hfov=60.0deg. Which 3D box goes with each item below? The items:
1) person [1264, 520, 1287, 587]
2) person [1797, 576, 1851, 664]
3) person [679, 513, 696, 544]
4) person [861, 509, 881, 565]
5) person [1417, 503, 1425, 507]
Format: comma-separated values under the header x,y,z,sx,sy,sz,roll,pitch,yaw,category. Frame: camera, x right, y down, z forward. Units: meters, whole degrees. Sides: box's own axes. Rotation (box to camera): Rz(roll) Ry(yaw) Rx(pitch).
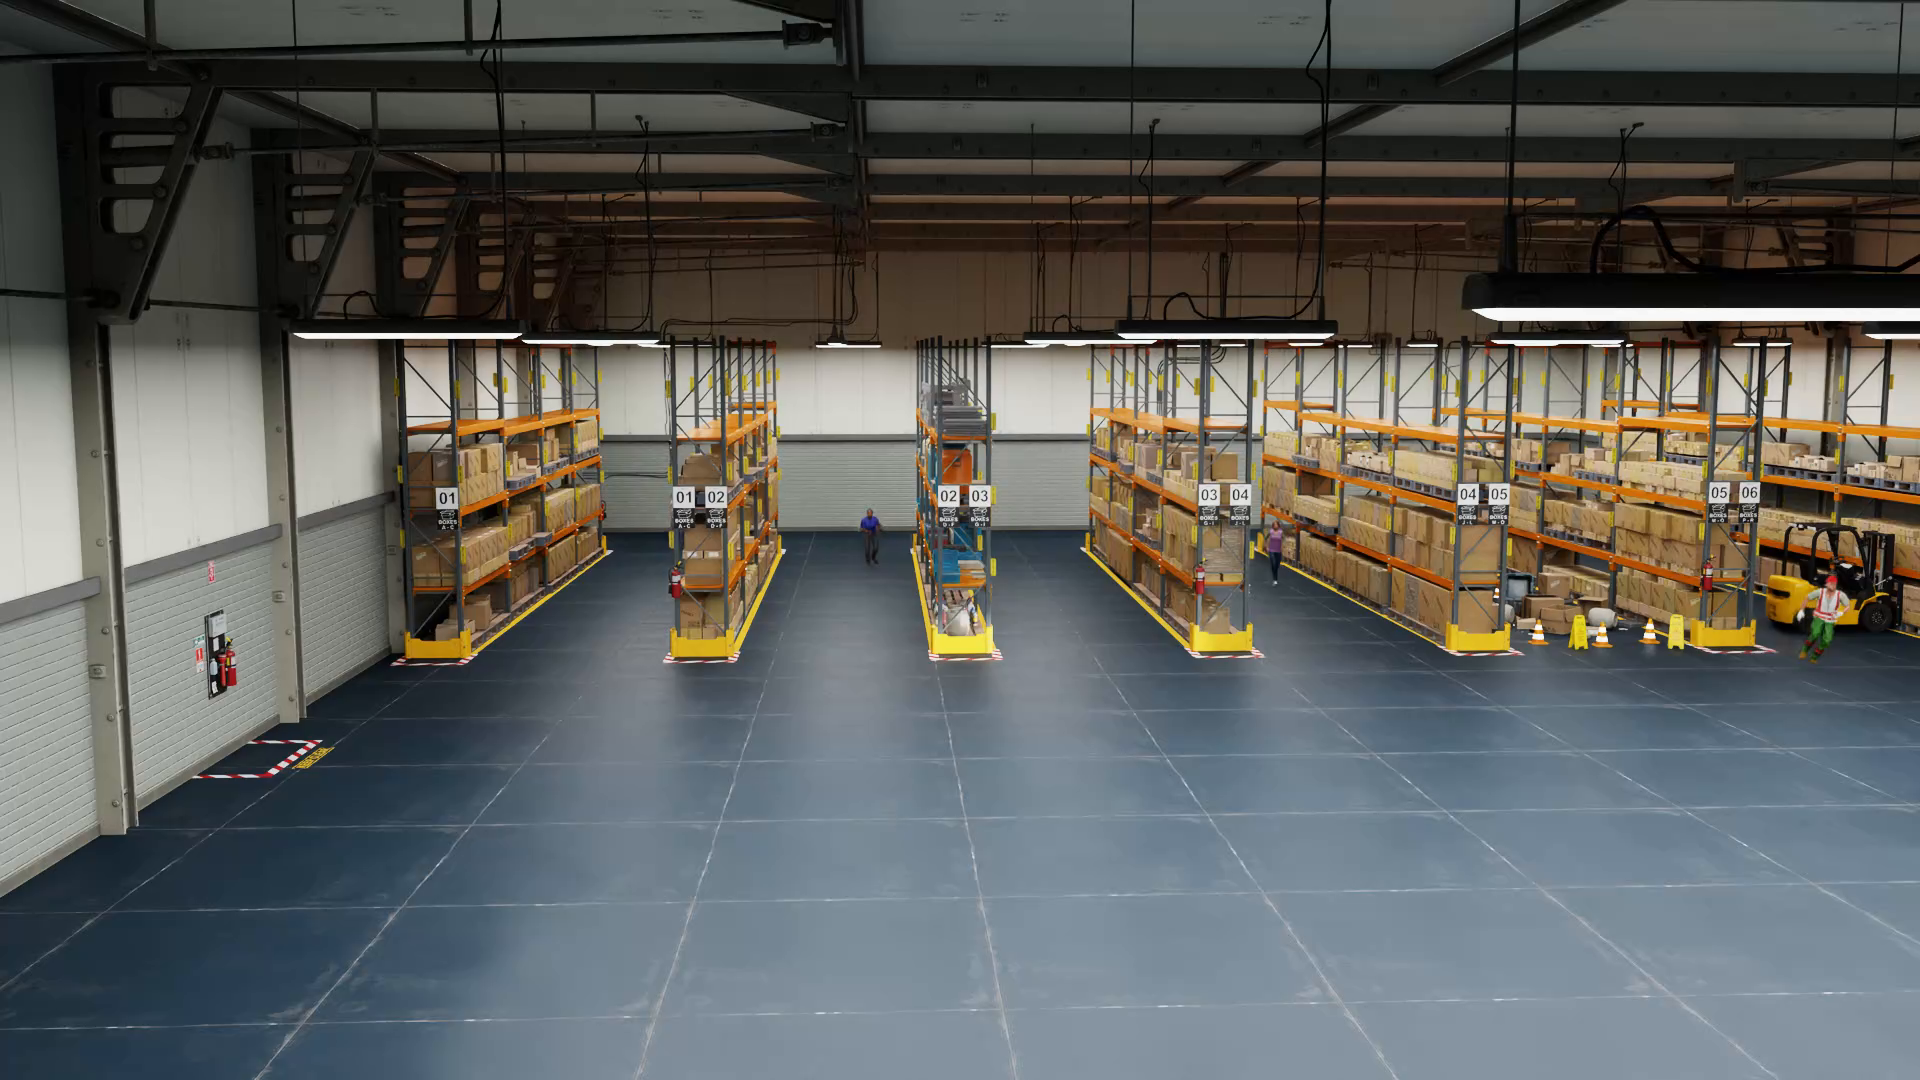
x,y,z,sx,sy,sz,roll,pitch,yaw,category
7.743,0.303,40.884,0.544,1.604,0.800,0,6,0,person
15.799,1.489,30.396,0.839,1.710,0.608,1,7,11,person
-7.855,-0.585,48.348,0.829,1.626,0.600,0,6,0,person
-2.374,-0.077,44.322,0.577,1.547,0.831,-1,7,-9,person
12.236,-0.089,43.648,0.682,1.733,0.818,-3,7,-23,person
